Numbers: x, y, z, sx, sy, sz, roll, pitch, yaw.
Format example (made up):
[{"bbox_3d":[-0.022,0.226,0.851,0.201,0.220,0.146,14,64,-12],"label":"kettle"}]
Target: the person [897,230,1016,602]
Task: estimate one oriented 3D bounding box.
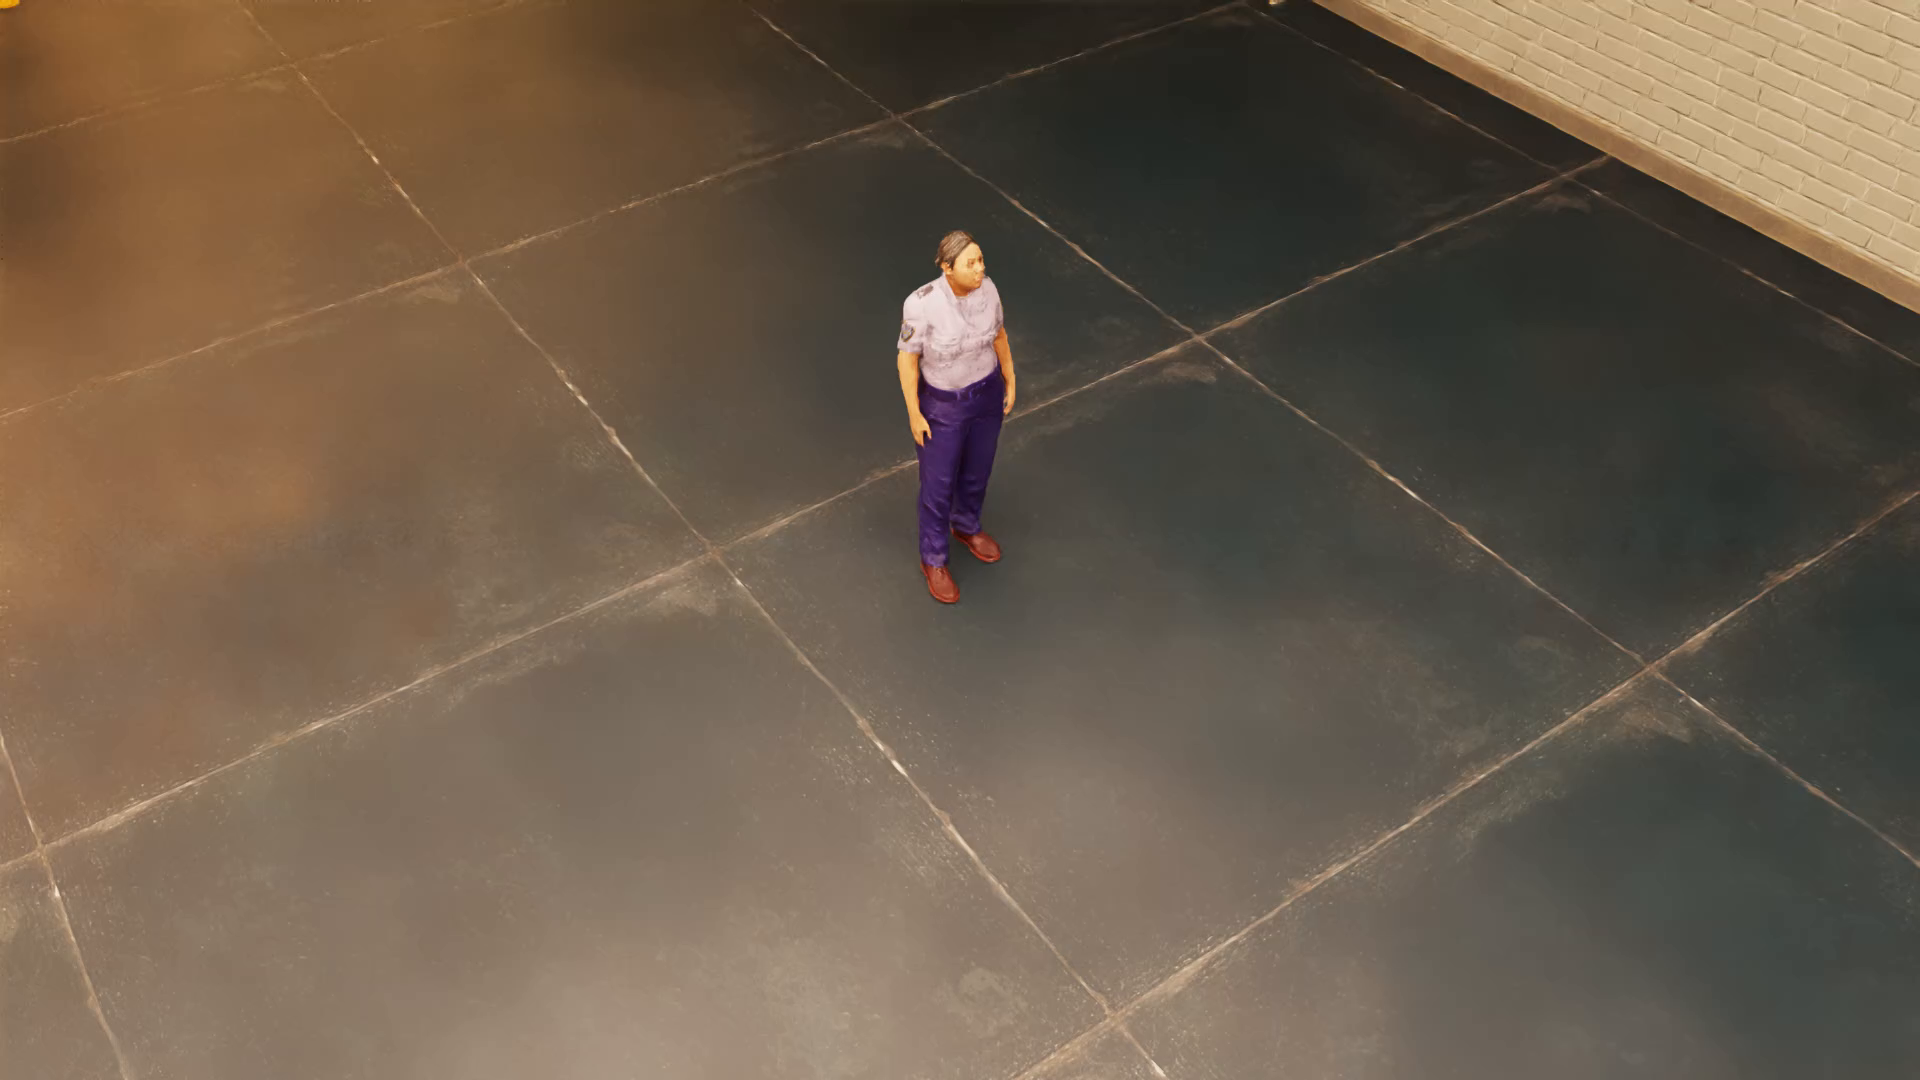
[{"bbox_3d":[0.033,-0.547,7.255,0.599,1.637,0.501,-25,48,-25],"label":"person"}]
